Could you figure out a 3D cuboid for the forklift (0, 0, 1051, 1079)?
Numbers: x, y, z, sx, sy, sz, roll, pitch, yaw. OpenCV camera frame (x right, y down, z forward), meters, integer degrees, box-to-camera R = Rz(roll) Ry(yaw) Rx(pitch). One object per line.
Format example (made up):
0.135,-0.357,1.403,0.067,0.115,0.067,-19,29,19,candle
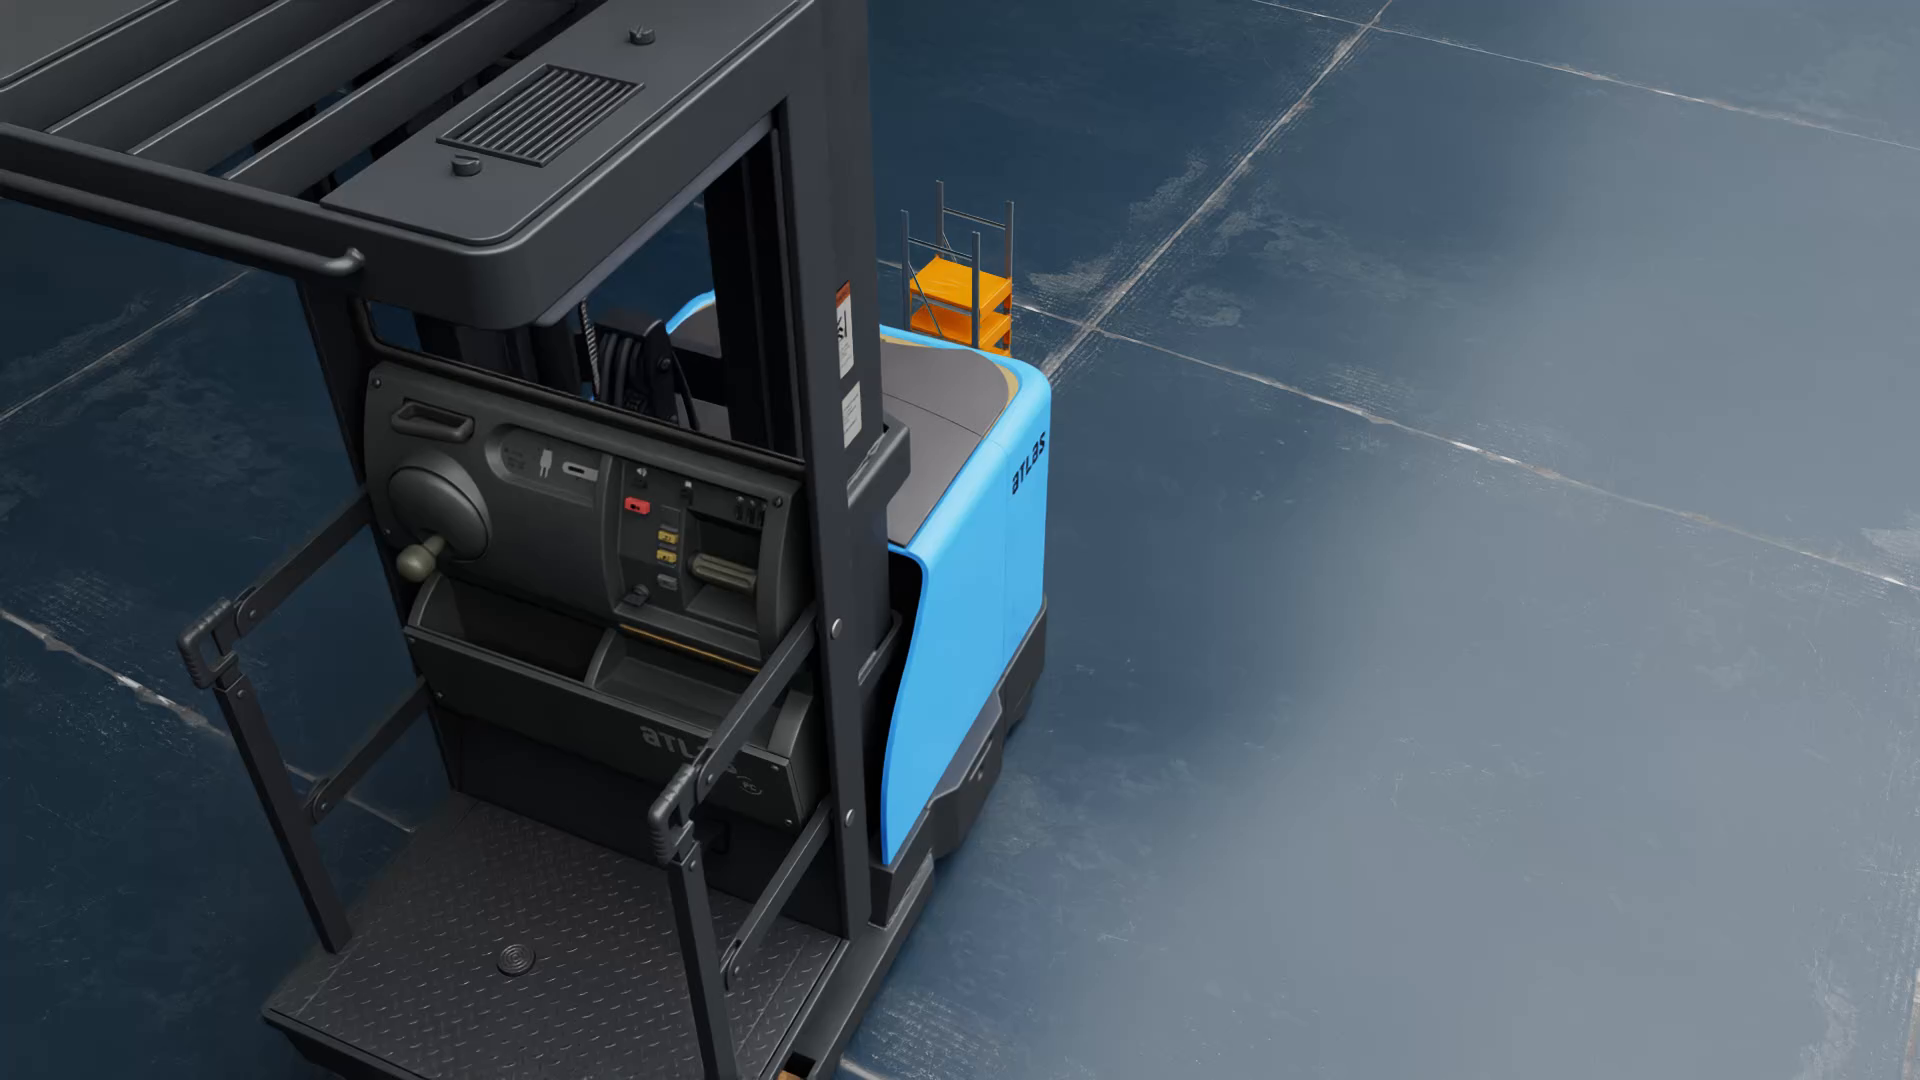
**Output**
-0.819,0.037,2.990,1.130,2.935,3.031,16,44,18,forklift

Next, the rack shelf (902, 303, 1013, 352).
-0.007,-0.589,4.715,0.258,0.103,0.180,21,45,22,rack shelf

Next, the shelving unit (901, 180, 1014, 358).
-0.007,-0.442,4.844,0.258,1.200,0.189,21,45,22,shelving unit

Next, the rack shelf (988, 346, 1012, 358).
-0.007,-0.499,4.794,0.258,0.103,0.180,21,45,22,rack shelf

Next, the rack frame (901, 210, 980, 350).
-0.053,-0.390,4.785,0.240,1.200,0.006,21,45,22,rack frame

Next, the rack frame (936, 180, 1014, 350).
0.039,-0.494,4.904,0.240,1.200,0.006,21,45,22,rack frame

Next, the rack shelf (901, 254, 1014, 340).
-0.007,-0.679,4.635,0.258,0.103,0.180,21,45,22,rack shelf
